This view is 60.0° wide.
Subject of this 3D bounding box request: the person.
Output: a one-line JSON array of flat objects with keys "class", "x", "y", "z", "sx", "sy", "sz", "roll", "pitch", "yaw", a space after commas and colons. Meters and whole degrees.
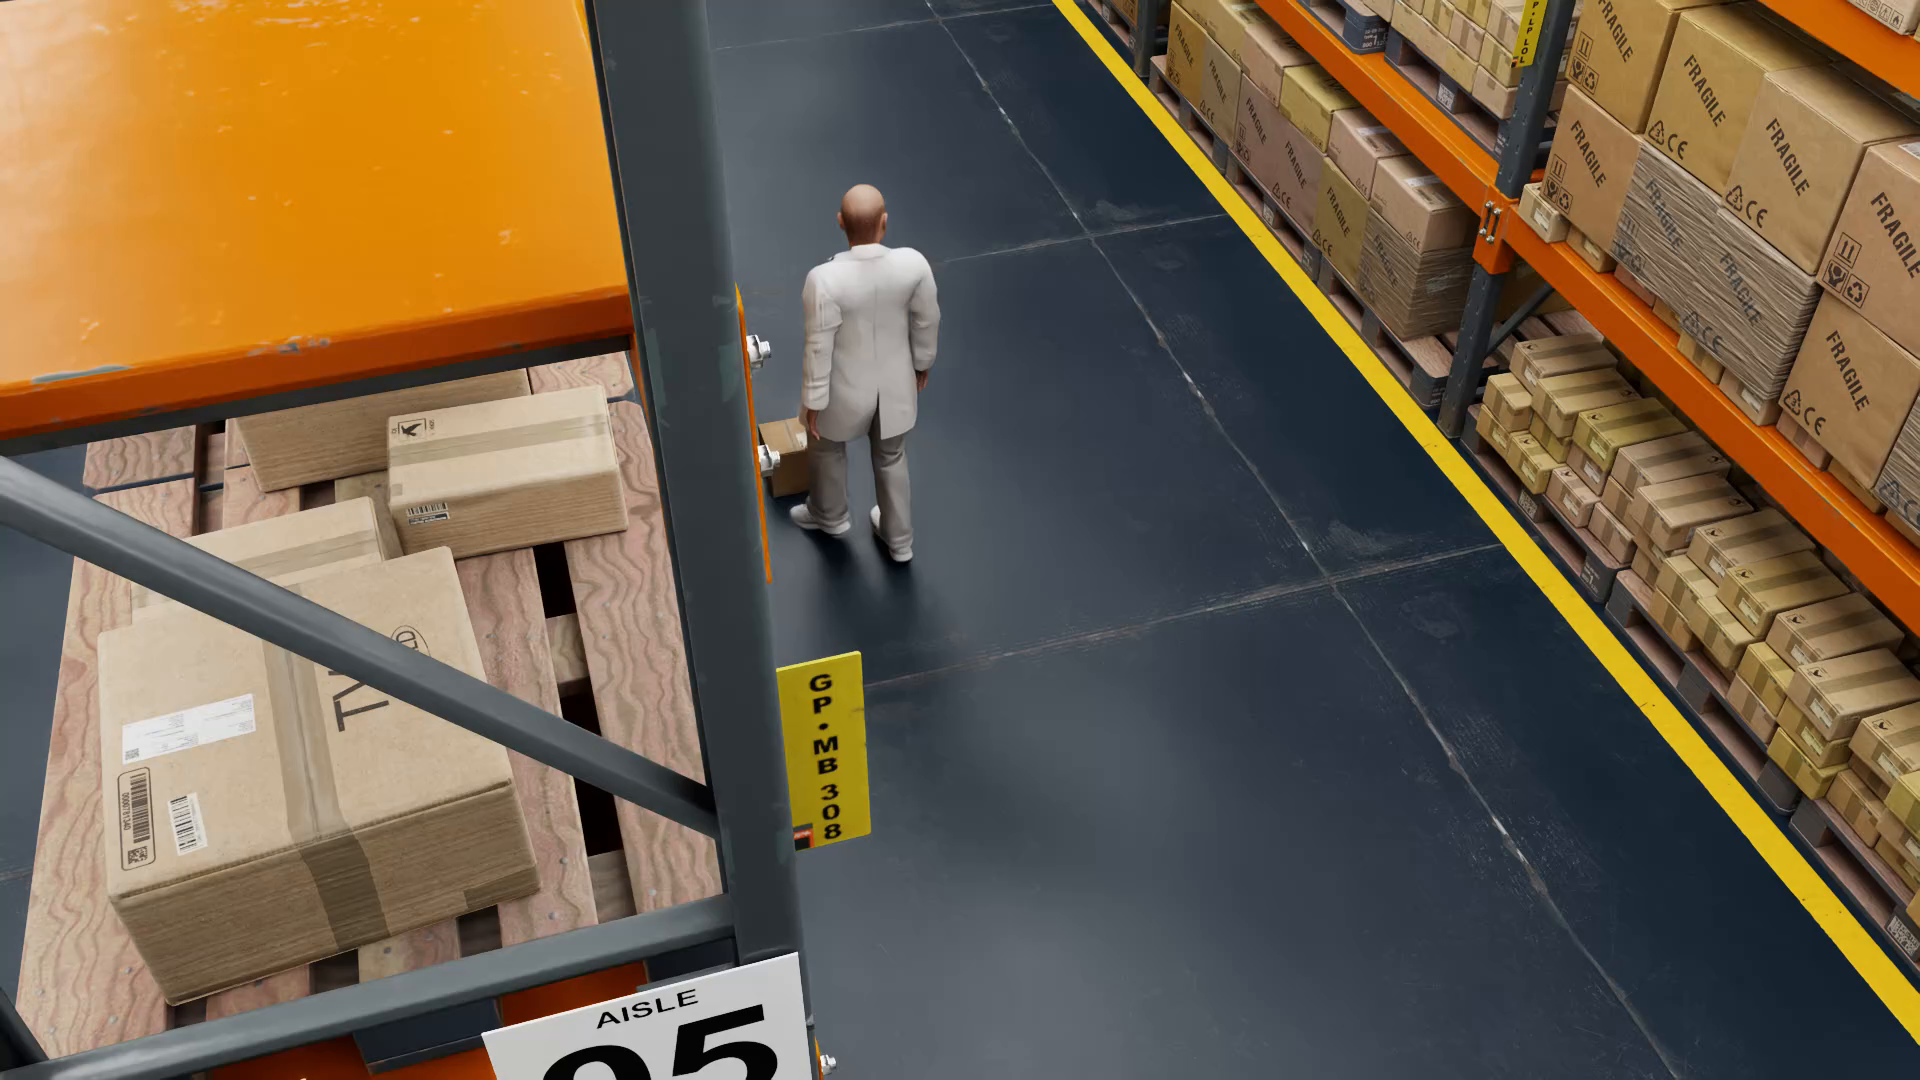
[{"class": "person", "x": -0.420, "y": -0.692, "z": 6.953, "sx": 0.617, "sy": 1.814, "sz": 0.606, "roll": -17, "pitch": 44, "yaw": -18}]
